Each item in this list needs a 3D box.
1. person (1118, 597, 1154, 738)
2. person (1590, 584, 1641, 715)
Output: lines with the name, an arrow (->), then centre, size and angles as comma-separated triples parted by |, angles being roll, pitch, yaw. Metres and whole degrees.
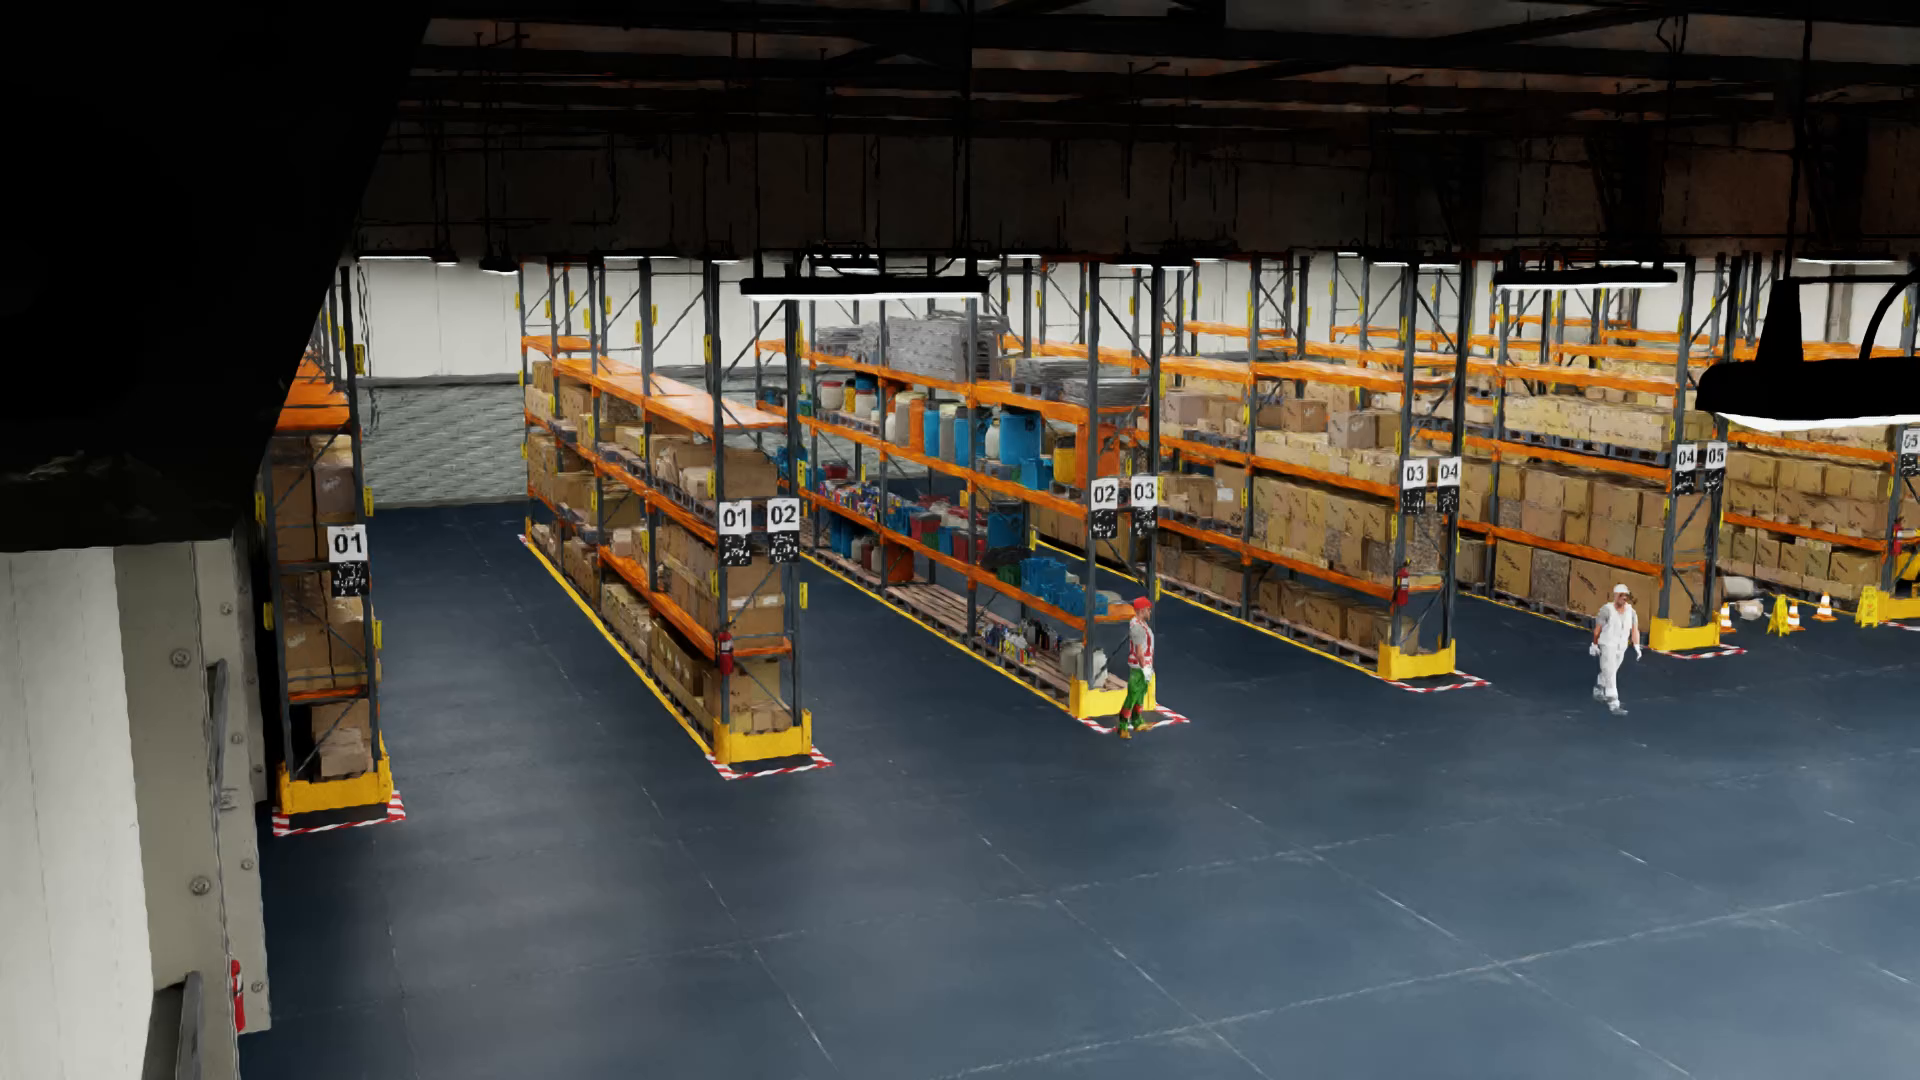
person -> 2.268, 1.618, 21.234 | 0.455, 1.792, 0.686 | 2, 11, 12
person -> 8.826, 1.434, 22.340 | 0.533, 1.727, 1.036 | -2, 11, -13
